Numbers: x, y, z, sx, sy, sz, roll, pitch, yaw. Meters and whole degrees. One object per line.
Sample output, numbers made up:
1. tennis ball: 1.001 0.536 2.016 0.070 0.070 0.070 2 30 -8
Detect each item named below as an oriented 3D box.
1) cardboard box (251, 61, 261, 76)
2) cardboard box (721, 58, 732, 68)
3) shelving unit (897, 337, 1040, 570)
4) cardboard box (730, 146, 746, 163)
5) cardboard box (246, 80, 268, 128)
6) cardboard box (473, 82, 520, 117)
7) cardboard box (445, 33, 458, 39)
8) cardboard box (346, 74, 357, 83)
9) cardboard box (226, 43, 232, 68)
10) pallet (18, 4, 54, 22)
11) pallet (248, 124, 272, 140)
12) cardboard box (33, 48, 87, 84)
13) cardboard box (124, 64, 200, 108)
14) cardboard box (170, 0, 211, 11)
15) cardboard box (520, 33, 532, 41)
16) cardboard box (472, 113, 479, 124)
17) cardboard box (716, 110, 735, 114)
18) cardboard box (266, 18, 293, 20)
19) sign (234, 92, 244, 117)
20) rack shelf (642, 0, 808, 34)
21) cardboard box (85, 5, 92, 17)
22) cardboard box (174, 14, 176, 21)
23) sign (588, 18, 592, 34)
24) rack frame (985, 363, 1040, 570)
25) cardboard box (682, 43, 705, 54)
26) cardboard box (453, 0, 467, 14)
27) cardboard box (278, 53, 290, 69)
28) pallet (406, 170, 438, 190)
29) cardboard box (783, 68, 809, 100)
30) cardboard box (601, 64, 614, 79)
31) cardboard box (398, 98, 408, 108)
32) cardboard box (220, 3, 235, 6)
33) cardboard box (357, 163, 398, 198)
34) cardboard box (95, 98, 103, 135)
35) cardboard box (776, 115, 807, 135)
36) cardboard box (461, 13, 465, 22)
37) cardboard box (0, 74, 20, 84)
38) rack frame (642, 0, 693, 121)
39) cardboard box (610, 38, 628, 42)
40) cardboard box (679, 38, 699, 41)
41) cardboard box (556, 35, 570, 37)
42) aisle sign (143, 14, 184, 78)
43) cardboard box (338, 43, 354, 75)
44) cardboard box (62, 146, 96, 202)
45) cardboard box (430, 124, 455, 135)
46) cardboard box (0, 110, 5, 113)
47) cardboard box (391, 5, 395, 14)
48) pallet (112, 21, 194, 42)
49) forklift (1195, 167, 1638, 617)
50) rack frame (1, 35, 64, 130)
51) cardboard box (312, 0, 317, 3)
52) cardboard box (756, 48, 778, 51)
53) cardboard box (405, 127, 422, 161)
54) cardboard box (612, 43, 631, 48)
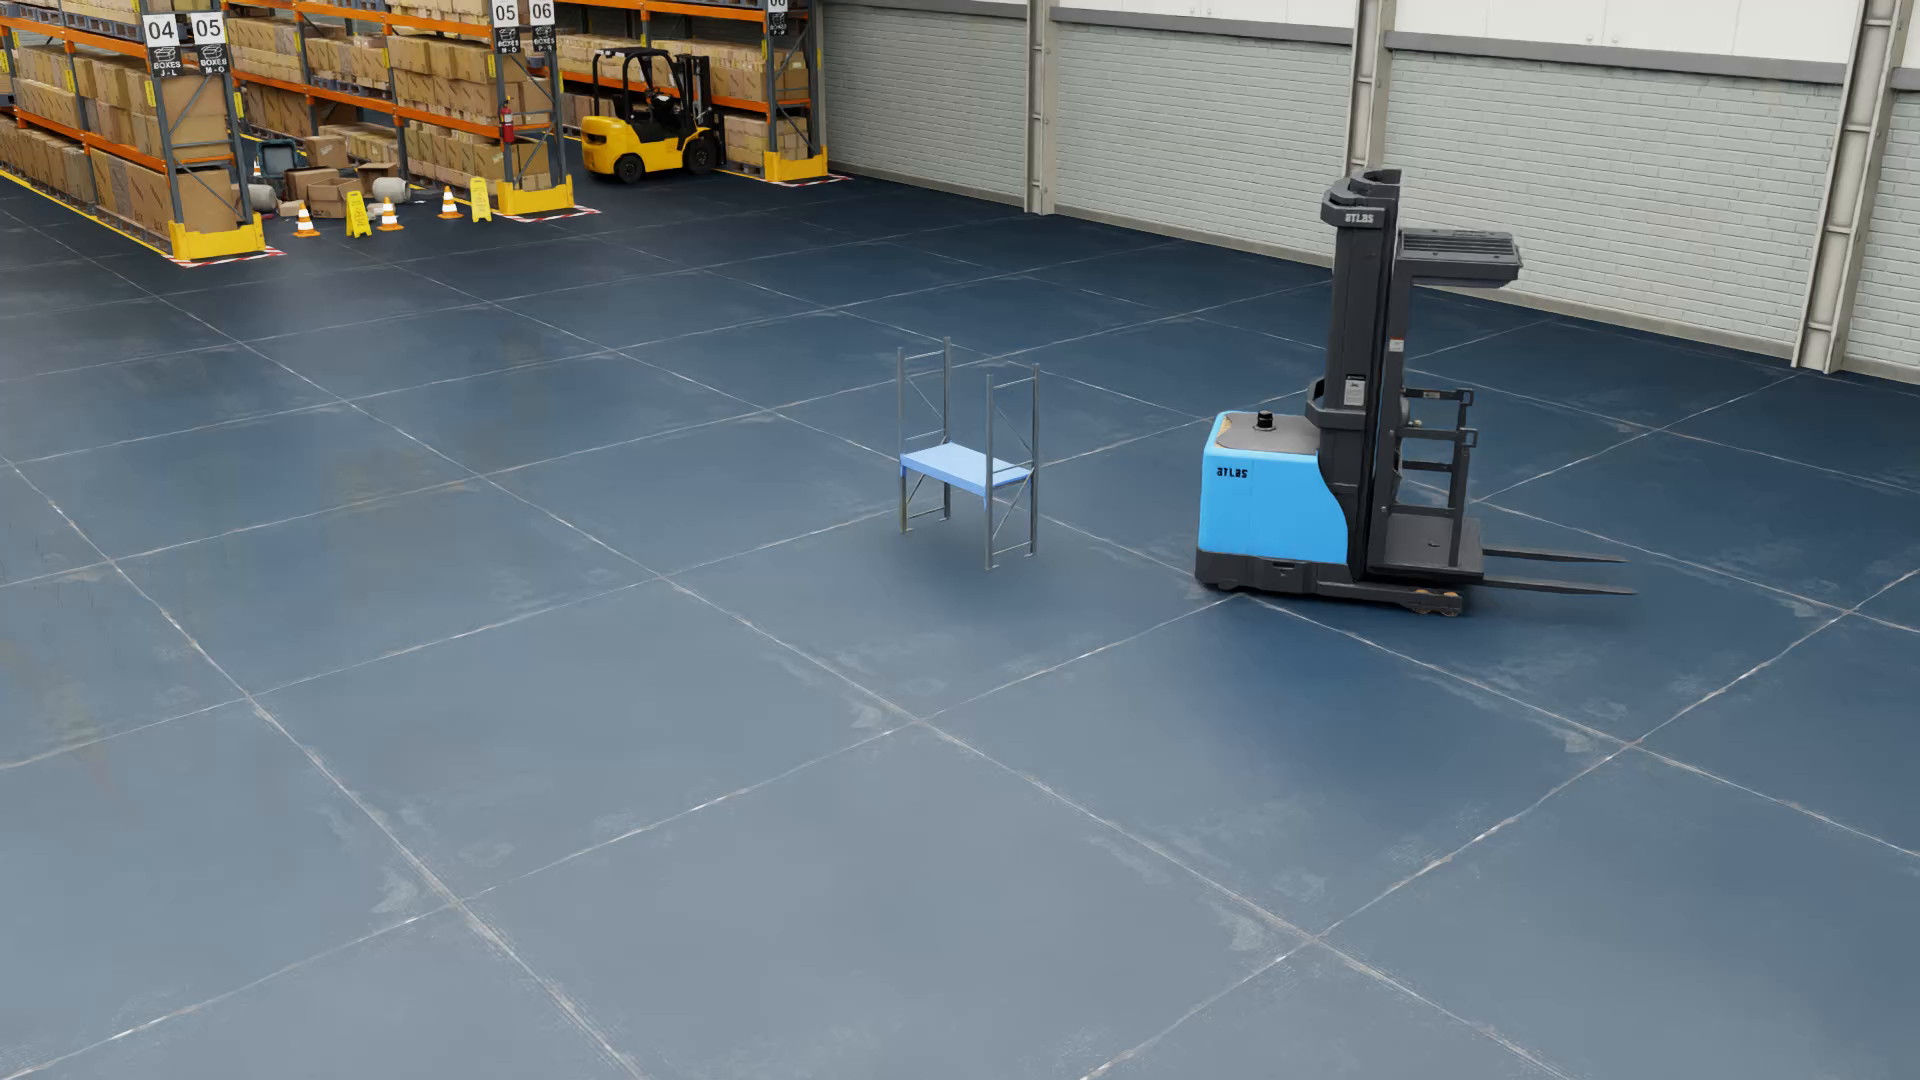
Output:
1. cardboard box: -13.734 -9.384 33.035 0.500 0.250 0.500 -18 28 -38
2. cardboard box: -4.006 -8.454 29.430 0.380 0.149 0.250 -19 28 -39
3. shelving unit: 0.056 -0.675 12.650 0.538 1.500 1.048 -17 27 -37
4. cardboard box: -3.755 -6.903 29.689 0.500 0.250 0.500 -17 27 -37
5. cardboard box: -14.018 -8.980 34.136 0.875 0.875 0.875 -16 27 -36
6. cardboard box: -7.213 -6.880 25.892 0.500 0.500 0.500 -18 28 -38
7. cardboard box: -11.242 -11.260 37.417 0.500 0.250 0.500 -17 27 -36
8. cardboard box: -10.782 -8.307 29.850 0.380 0.149 0.250 -16 27 -36
9. cardboard box: -14.979 -10.040 34.367 0.500 0.500 0.500 -17 27 -37
10. pallet: -14.363 -8.450 26.591 1.003 0.211 1.213 -16 26 -35
11. pallet: -13.922 -8.432 34.224 1.003 0.211 1.213 -17 27 -37
12. cardboard box: -14.603 -7.720 27.072 0.700 0.500 0.500 -18 28 -38
13. cardboard box: -11.238 -6.406 23.540 0.875 0.550 0.550 -17 27 -37
14. cardboard box: -10.454 -7.306 22.497 0.500 0.250 0.500 -18 27 -38
15. cardboard box: -9.320 -10.654 35.355 0.797 0.503 0.637 -18 28 -39
16. cardboard box: -7.457 -6.666 26.234 0.380 0.149 0.250 -18 28 -38
17. cardboard box: -4.429 -7.646 30.215 0.500 0.250 0.500 -18 28 -38
18. cardboard box: -13.658 -10.233 33.490 0.500 0.500 0.500 -17 27 -36
19. sign: -9.910 -5.975 22.830 0.100 0.325 0.005 -17 27 -37
20. rack shelf: -4.197 -9.408 29.763 1.077 0.370 4.000 -17 27 -37
21. cardboard box: -12.132 -7.498 23.534 0.380 0.149 0.250 -17 27 -37
22. cardboard box: -10.645 -7.237 22.866 0.380 0.149 0.250 -17 27 -37
23. sign: -7.696 -10.676 34.540 0.100 0.325 0.005 -17 27 -37
24. rack frame: 0.388 -0.534 12.292 0.500 1.500 0.032 -17 27 -37
25. cardboard box: -4.827 -8.947 30.279 0.380 0.149 0.250 -18 28 -38
26. cardboard box: -7.505 -8.296 25.736 0.500 0.250 0.500 -18 28 -38
27. cardboard box: -12.718 -9.198 31.875 0.500 0.250 0.500 -18 28 -39
28. pallet: -8.796 -6.240 28.627 1.003 0.211 1.213 -17 27 -37
29. cardboard box: -3.005 -8.043 29.268 0.500 0.500 0.500 -16 27 -36
30. cardboard box: -6.663 -9.188 32.534 0.500 0.250 0.500 -17 27 -37
31. cardboard box: -9.298 -7.435 28.199 0.380 0.149 0.250 -18 27 -38
32. cardboard box: -15.676 -11.377 35.522 0.380 0.149 0.250 -16 27 -36
33. cardboard box: -9.592 -5.933 27.443 0.500 0.500 0.500 0 21 -1
34. cardboard box: -12.319 -6.334 24.836 0.875 0.550 0.550 -17 27 -37
35. cardboard box: -3.062 -7.352 29.465 0.500 0.250 0.500 -18 28 -38
36. cardboard box: -7.544 -8.151 25.912 0.380 0.149 0.250 -17 27 -37
37. cardboard box: -16.223 -7.860 28.299 0.380 0.149 0.250 -17 27 -36
38. rack frame: -5.503 -8.898 31.590 1.000 3.000 0.127 -17 27 -37
39. cardboard box: -6.732 -9.891 33.097 0.380 0.149 0.250 -16 27 -36
40. cardboard box: -5.066 -9.369 31.358 0.380 0.149 0.250 -17 27 -37
41. cardboard box: -8.129 -10.194 33.871 0.380 0.149 0.250 -16 27 -36
42. aisle sign: -10.515 -6.524 21.963 0.394 0.787 0.004 -17 27 -37
43. cardboard box: -10.736 -8.595 29.694 0.500 0.500 0.500 -19 28 -39
44. cardboard box: -13.418 -5.808 26.208 1.050 0.750 0.750 -18 27 -38
45. cardboard box: -8.529 -6.791 27.486 0.380 0.149 0.250 -16 26 -34
46. cardboard box: -17.535 -7.687 30.320 0.500 0.250 0.500 -17 27 -36
47. cardboard box: -9.243 -8.849 27.696 0.380 0.149 0.250 -18 28 -38
48. pallet: -10.826 -6.962 22.655 1.003 0.211 1.213 -17 27 -37
49. forklift: 3.282 -1.045 11.633 3.031 2.935 1.130 5 22 14
50. rack frame: -15.556 -7.615 28.312 1.000 3.000 0.127 -17 27 -37
51. cardboard box: -11.628 -9.957 30.364 0.396 0.266 0.258 -17 27 -37
52. cardboard box: -3.428 -8.646 29.511 0.380 0.149 0.250 -17 27 -37
53. cardboard box: -9.080 -6.753 28.278 0.500 0.500 0.500 -16 26 -35
54. cardboard box: -6.468 -9.477 32.040 0.380 0.149 0.250 -19 28 -39
